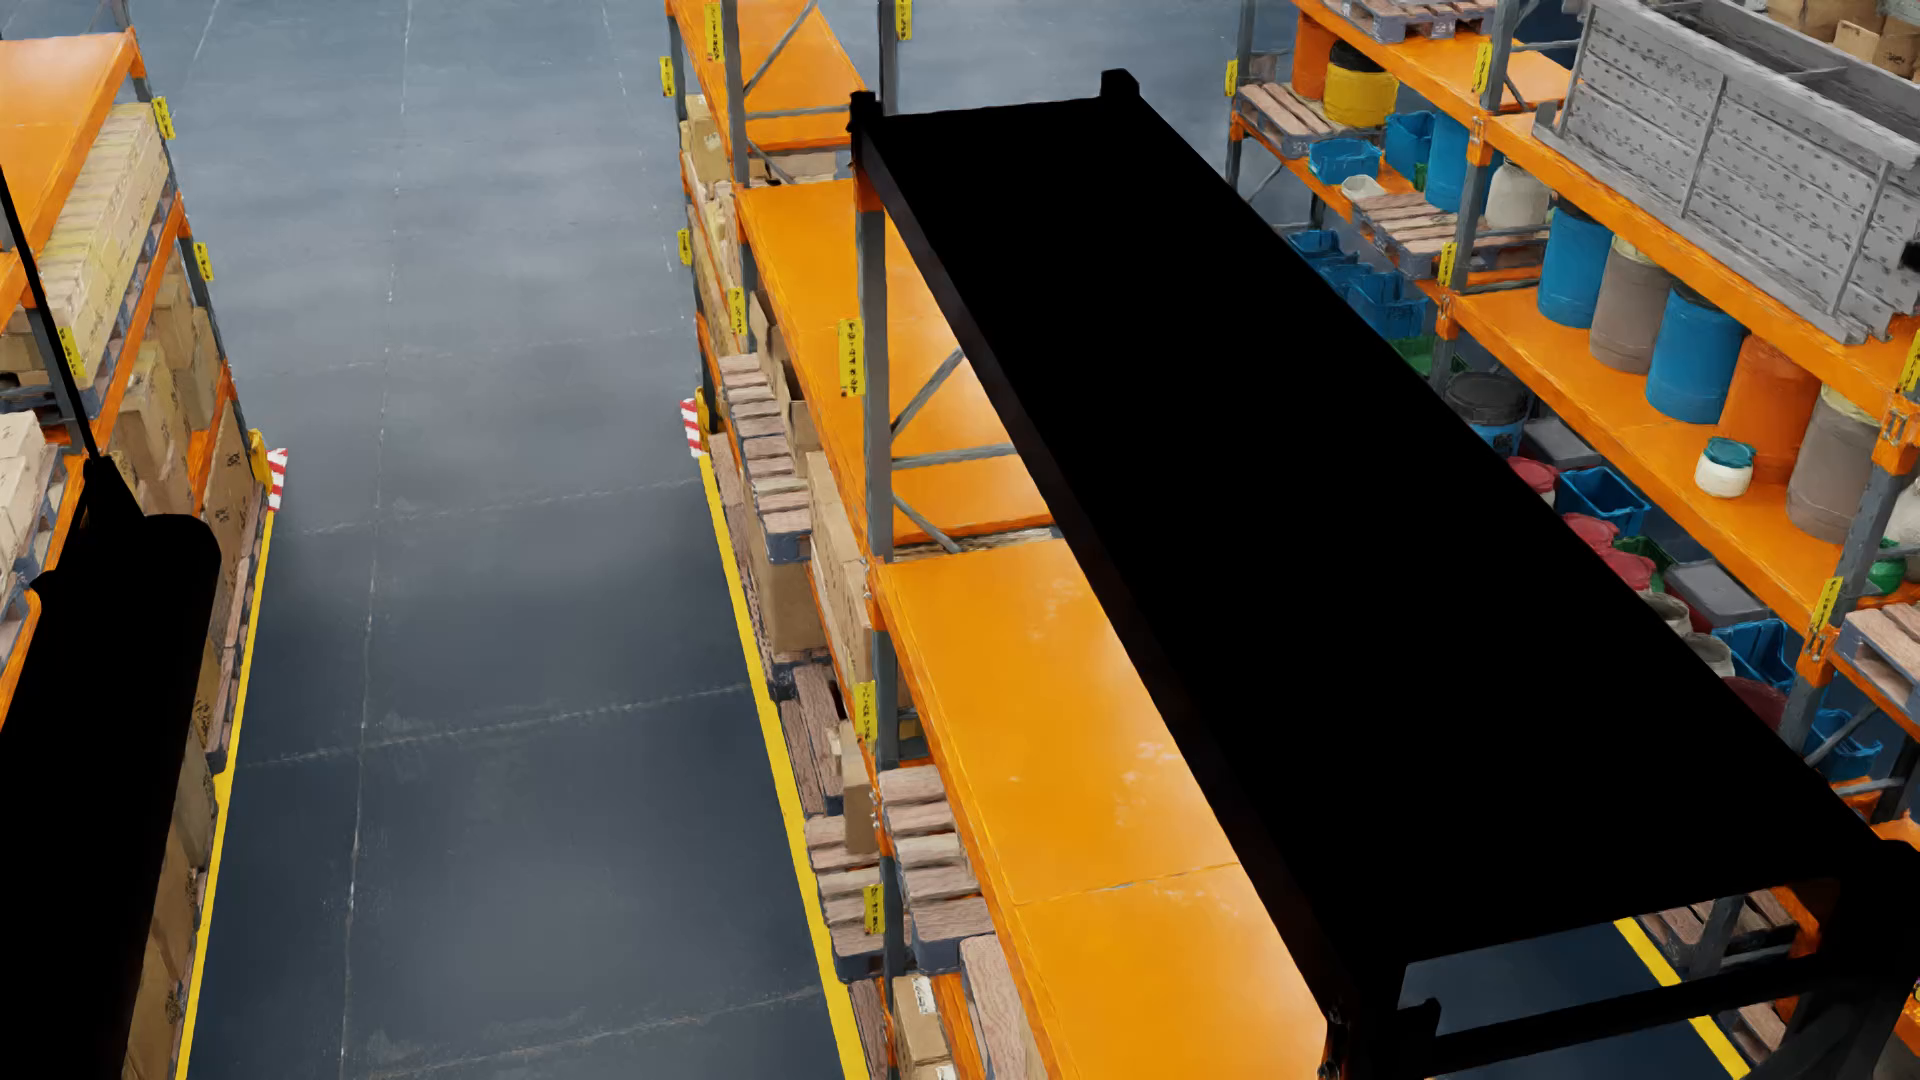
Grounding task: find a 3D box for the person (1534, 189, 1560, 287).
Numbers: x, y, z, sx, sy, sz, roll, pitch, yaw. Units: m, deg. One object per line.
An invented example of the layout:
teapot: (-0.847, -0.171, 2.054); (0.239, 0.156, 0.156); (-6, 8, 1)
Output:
person: (6.111, -2.897, 16.856); (0.482, 1.665, 0.654); (21, 39, 27)
